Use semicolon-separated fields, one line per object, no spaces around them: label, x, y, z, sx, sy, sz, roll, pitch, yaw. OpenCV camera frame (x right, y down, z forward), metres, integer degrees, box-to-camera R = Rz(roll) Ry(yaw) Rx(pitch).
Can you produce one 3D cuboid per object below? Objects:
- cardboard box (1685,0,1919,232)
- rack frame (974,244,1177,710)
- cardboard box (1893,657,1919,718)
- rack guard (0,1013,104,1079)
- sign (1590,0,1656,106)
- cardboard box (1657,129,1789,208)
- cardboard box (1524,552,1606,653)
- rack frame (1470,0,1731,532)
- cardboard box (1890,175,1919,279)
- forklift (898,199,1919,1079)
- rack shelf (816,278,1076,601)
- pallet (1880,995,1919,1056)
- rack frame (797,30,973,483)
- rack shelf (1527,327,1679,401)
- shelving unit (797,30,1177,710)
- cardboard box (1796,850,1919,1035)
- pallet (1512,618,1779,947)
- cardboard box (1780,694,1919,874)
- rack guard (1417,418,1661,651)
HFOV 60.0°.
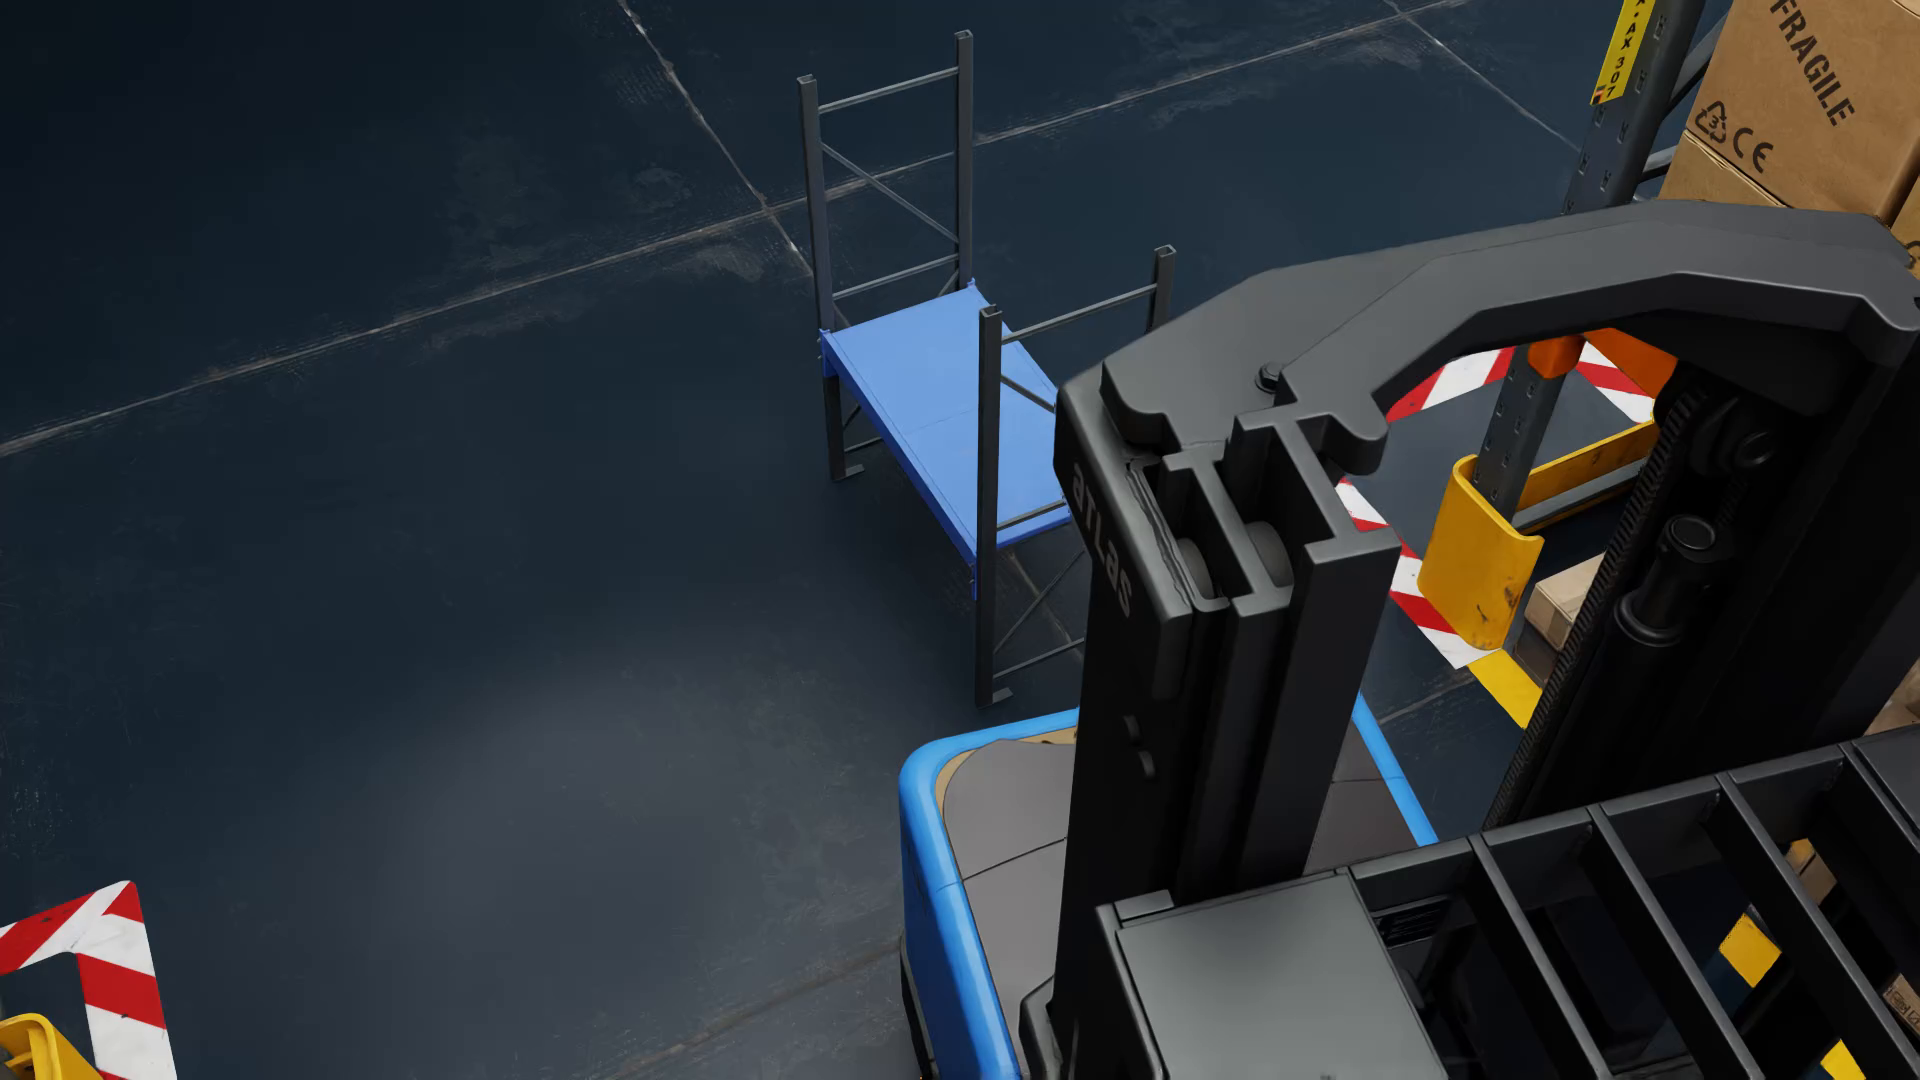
cardboard box;1.919;-0.981;3.385;0.500;0.500;0.500;-20;52;-16
rack frame;0.272;-0.096;4.338;0.500;1.500;0.032;-21;52;-18
cardboard box;2.523;0.362;4.531;0.380;0.166;0.250;-21;52;-18
rack guard;-2.464;1.509;3.598;1.175;0.500;0.348;-21;52;-18
sign;1.468;-1.105;3.649;0.100;0.325;0.005;-21;52;-18
cardboard box;1.919;-0.652;3.761;0.500;0.500;0.500;-20;52;-17
cardboard box;1.836;0.185;4.697;0.380;0.149;0.250;-21;52;-18
rack frame;1.950;-1.007;4.138;1.000;3.000;0.127;-21;52;-18
cardboard box;2.165;-0.634;3.081;0.500;0.500;0.500;-21;52;-17
forklift;0.734;1.151;2.296;1.130;2.935;3.031;-12;50;-10
rack shelf;0.039;-0.318;4.771;0.538;0.185;1.000;-21;52;-18
pallet;2.905;1.311;3.964;1.003;0.211;1.213;-21;52;-18
rack frame;-0.194;-0.777;4.933;0.500;1.500;0.032;-21;52;-18
rack shelf;2.866;0.568;3.238;1.077;0.370;4.000;-21;52;-18
shelving unit;0.039;-0.437;4.636;0.538;1.500;1.048;-21;52;-18
cardboard box;2.405;0.884;4.018;0.500;0.250;0.500;-21;52;-18
pallet;2.351;0.495;4.677;1.003;0.211;1.213;-21;52;-18
cardboard box;2.176;0.550;4.311;0.500;0.250;0.500;-21;52;-18
rack guard;1.985;-0.133;5.034;1.175;0.500;0.348;-21;52;-18
